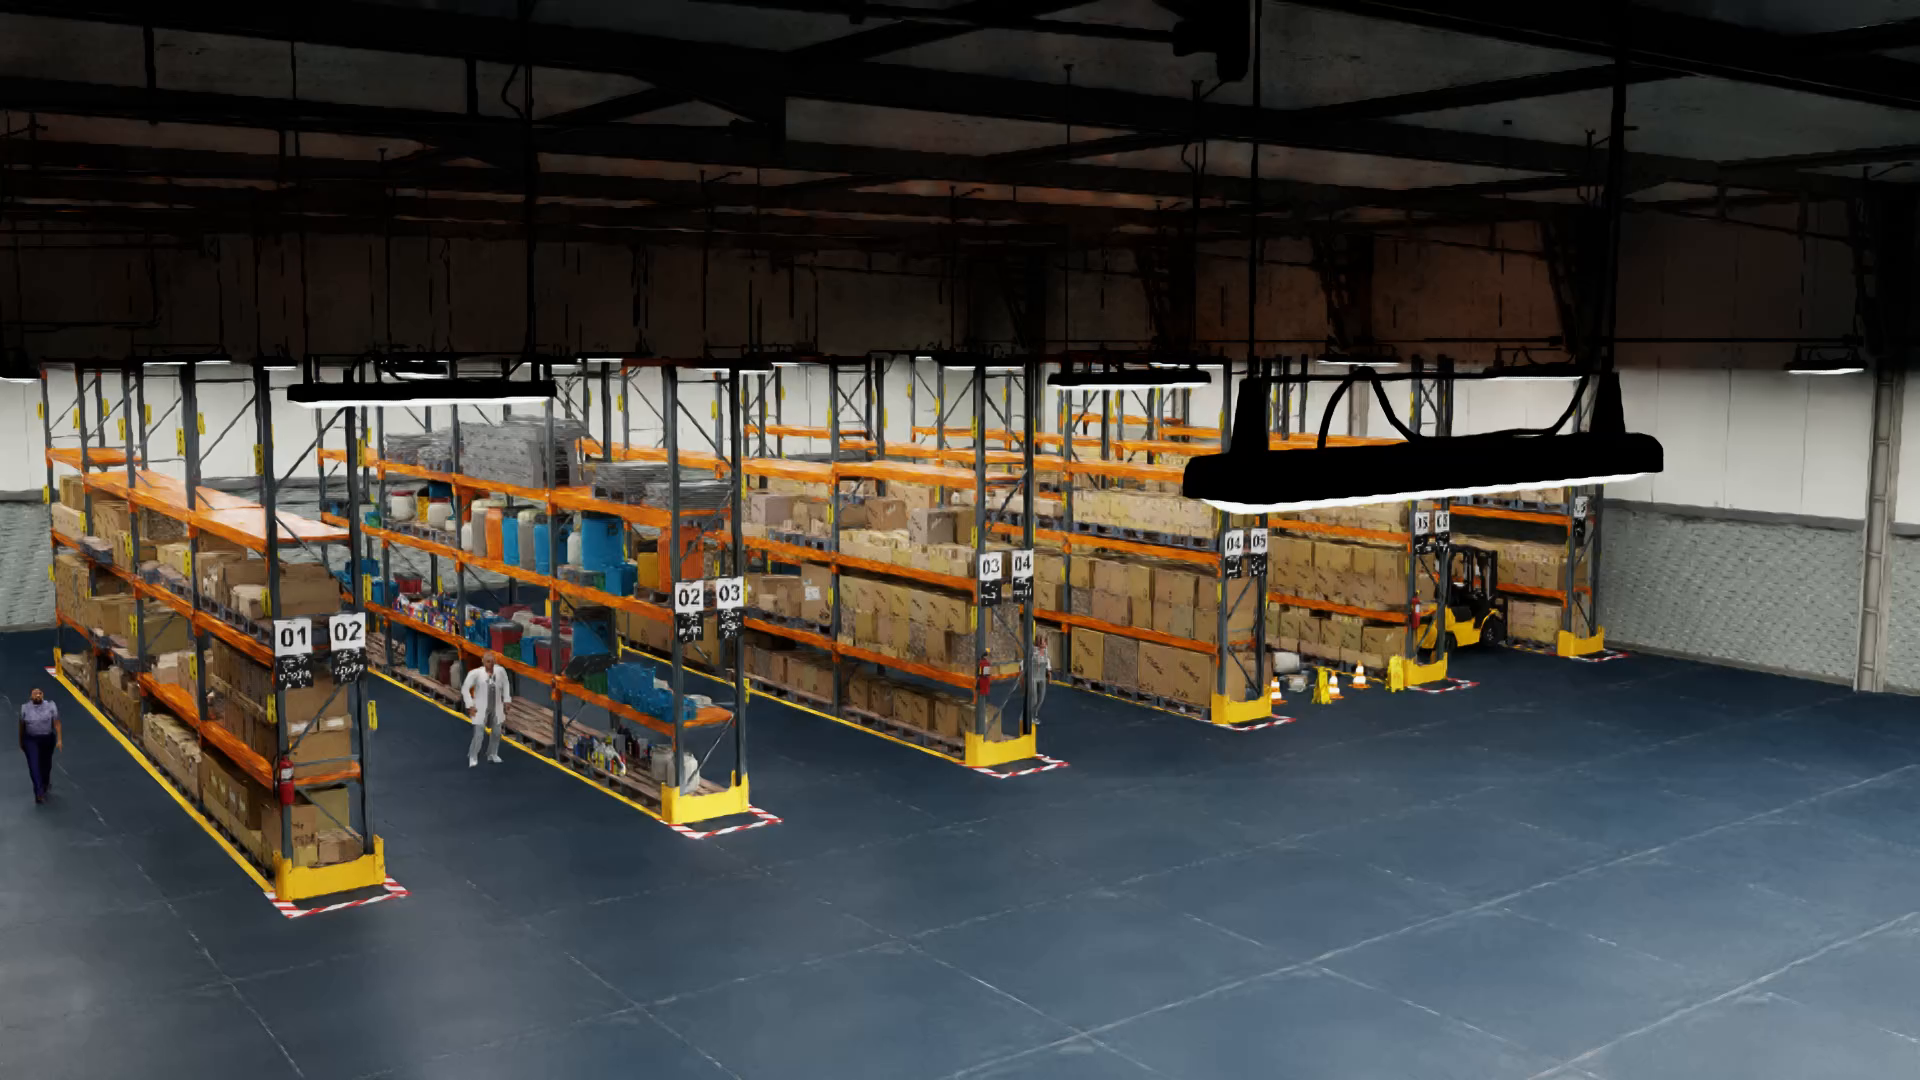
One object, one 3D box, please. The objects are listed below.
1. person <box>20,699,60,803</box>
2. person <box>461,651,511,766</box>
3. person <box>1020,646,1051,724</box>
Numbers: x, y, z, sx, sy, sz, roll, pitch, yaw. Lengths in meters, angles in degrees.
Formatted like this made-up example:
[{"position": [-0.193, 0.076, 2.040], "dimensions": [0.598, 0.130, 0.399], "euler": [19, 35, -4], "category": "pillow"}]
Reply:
[{"position": [-12.732, 2.871, 23.062], "dimensions": [0.479, 1.401, 1.000], "euler": [-5, 9, -37], "category": "person"}, {"position": [-7.076, 2.500, 24.839], "dimensions": [0.729, 1.734, 0.546], "euler": [-5, 8, -36], "category": "person"}, {"position": [1.220, 2.391, 27.419], "dimensions": [0.566, 1.335, 0.473], "euler": [-5, 9, -38], "category": "person"}]
